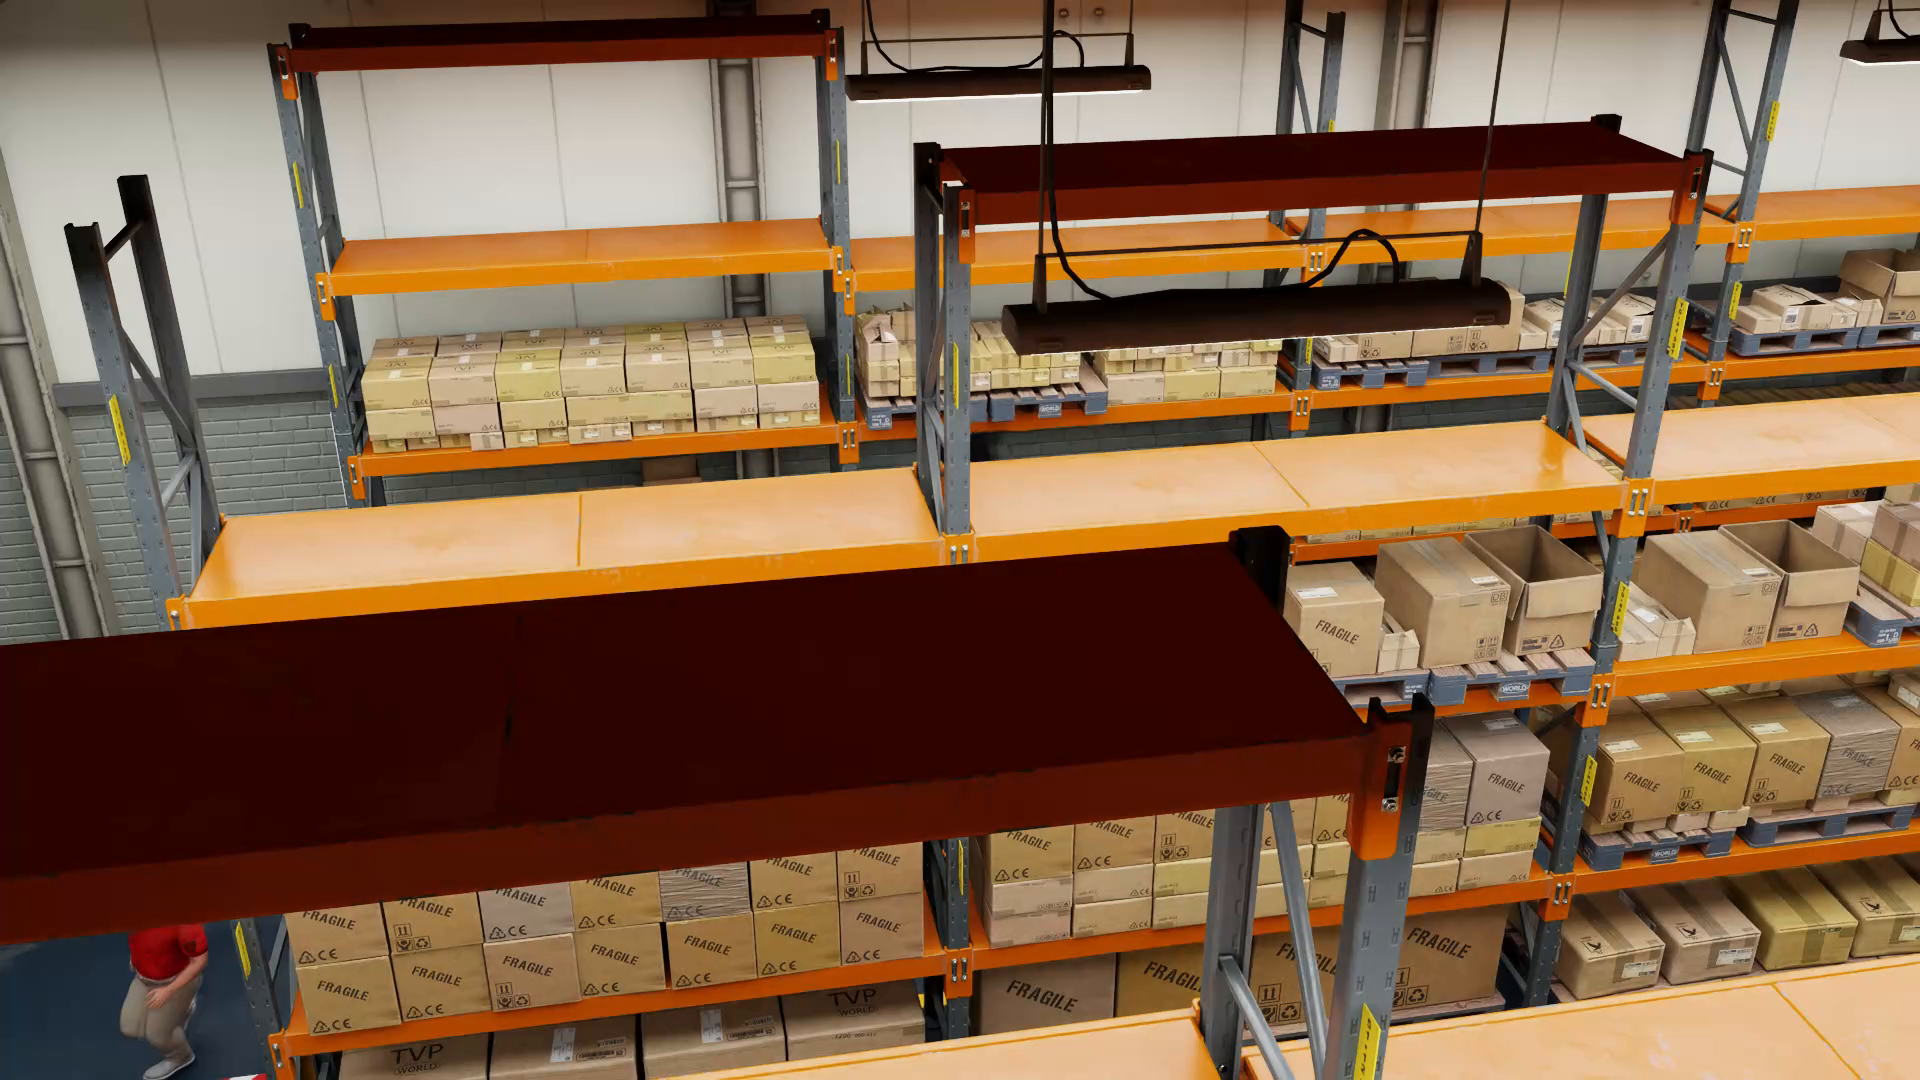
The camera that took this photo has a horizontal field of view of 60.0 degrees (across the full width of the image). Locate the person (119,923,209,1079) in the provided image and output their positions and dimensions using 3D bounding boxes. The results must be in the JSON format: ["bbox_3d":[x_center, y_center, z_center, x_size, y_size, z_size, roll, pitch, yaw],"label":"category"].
[{"bbox_3d":[-5.065,2.805,10.601,0.701,1.650,0.542,14,29,26],"label":"person"}]
